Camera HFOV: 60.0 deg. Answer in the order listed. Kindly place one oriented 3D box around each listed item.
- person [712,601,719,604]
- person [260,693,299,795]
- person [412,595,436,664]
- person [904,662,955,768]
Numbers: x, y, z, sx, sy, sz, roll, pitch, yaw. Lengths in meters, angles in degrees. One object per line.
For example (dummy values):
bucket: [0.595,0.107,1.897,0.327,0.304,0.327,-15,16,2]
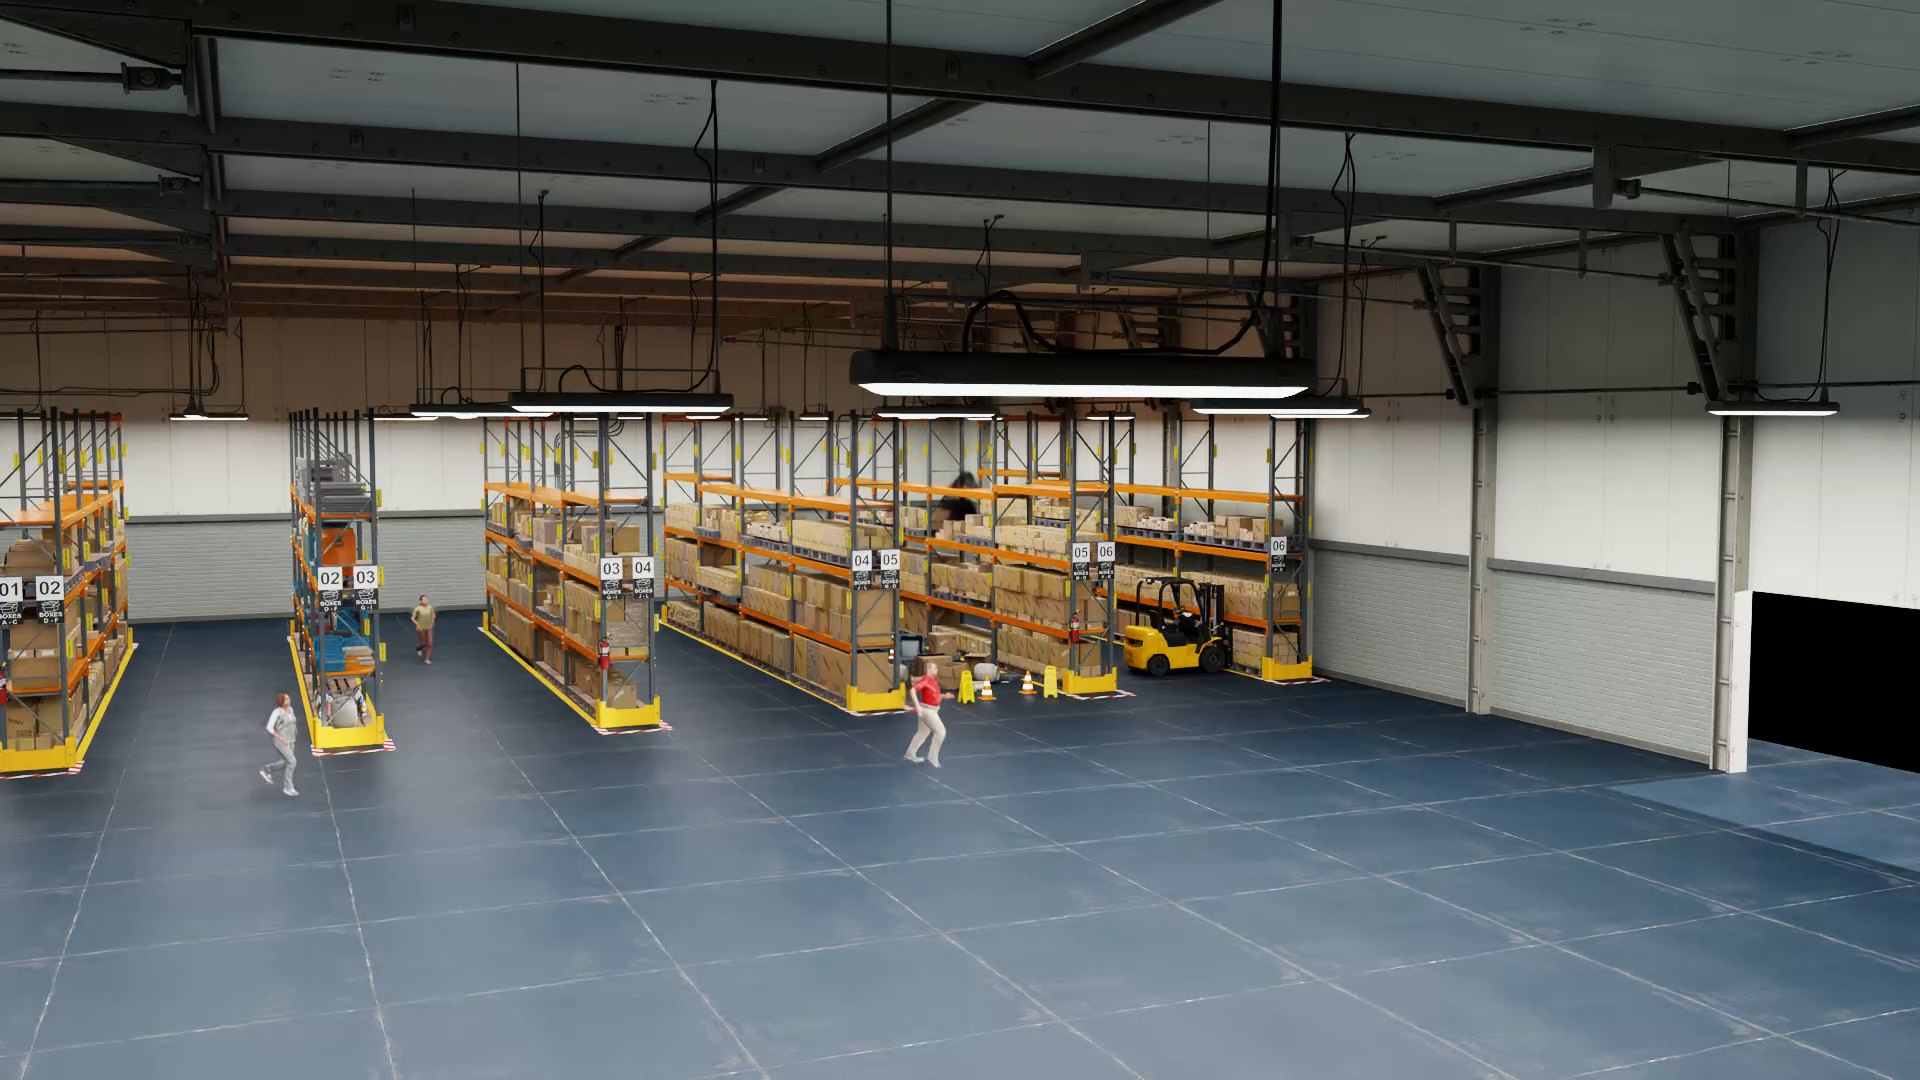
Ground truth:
person: [-7.248,1.387,49.483,0.705,1.786,0.630,-2,5,-30]
person: [-10.524,3.144,25.703,0.659,1.602,0.555,1,4,13]
person: [-12.823,2.130,39.821,0.580,1.641,0.706,-3,5,-35]
person: [-0.514,2.931,27.756,0.853,1.792,0.627,0,4,5]
